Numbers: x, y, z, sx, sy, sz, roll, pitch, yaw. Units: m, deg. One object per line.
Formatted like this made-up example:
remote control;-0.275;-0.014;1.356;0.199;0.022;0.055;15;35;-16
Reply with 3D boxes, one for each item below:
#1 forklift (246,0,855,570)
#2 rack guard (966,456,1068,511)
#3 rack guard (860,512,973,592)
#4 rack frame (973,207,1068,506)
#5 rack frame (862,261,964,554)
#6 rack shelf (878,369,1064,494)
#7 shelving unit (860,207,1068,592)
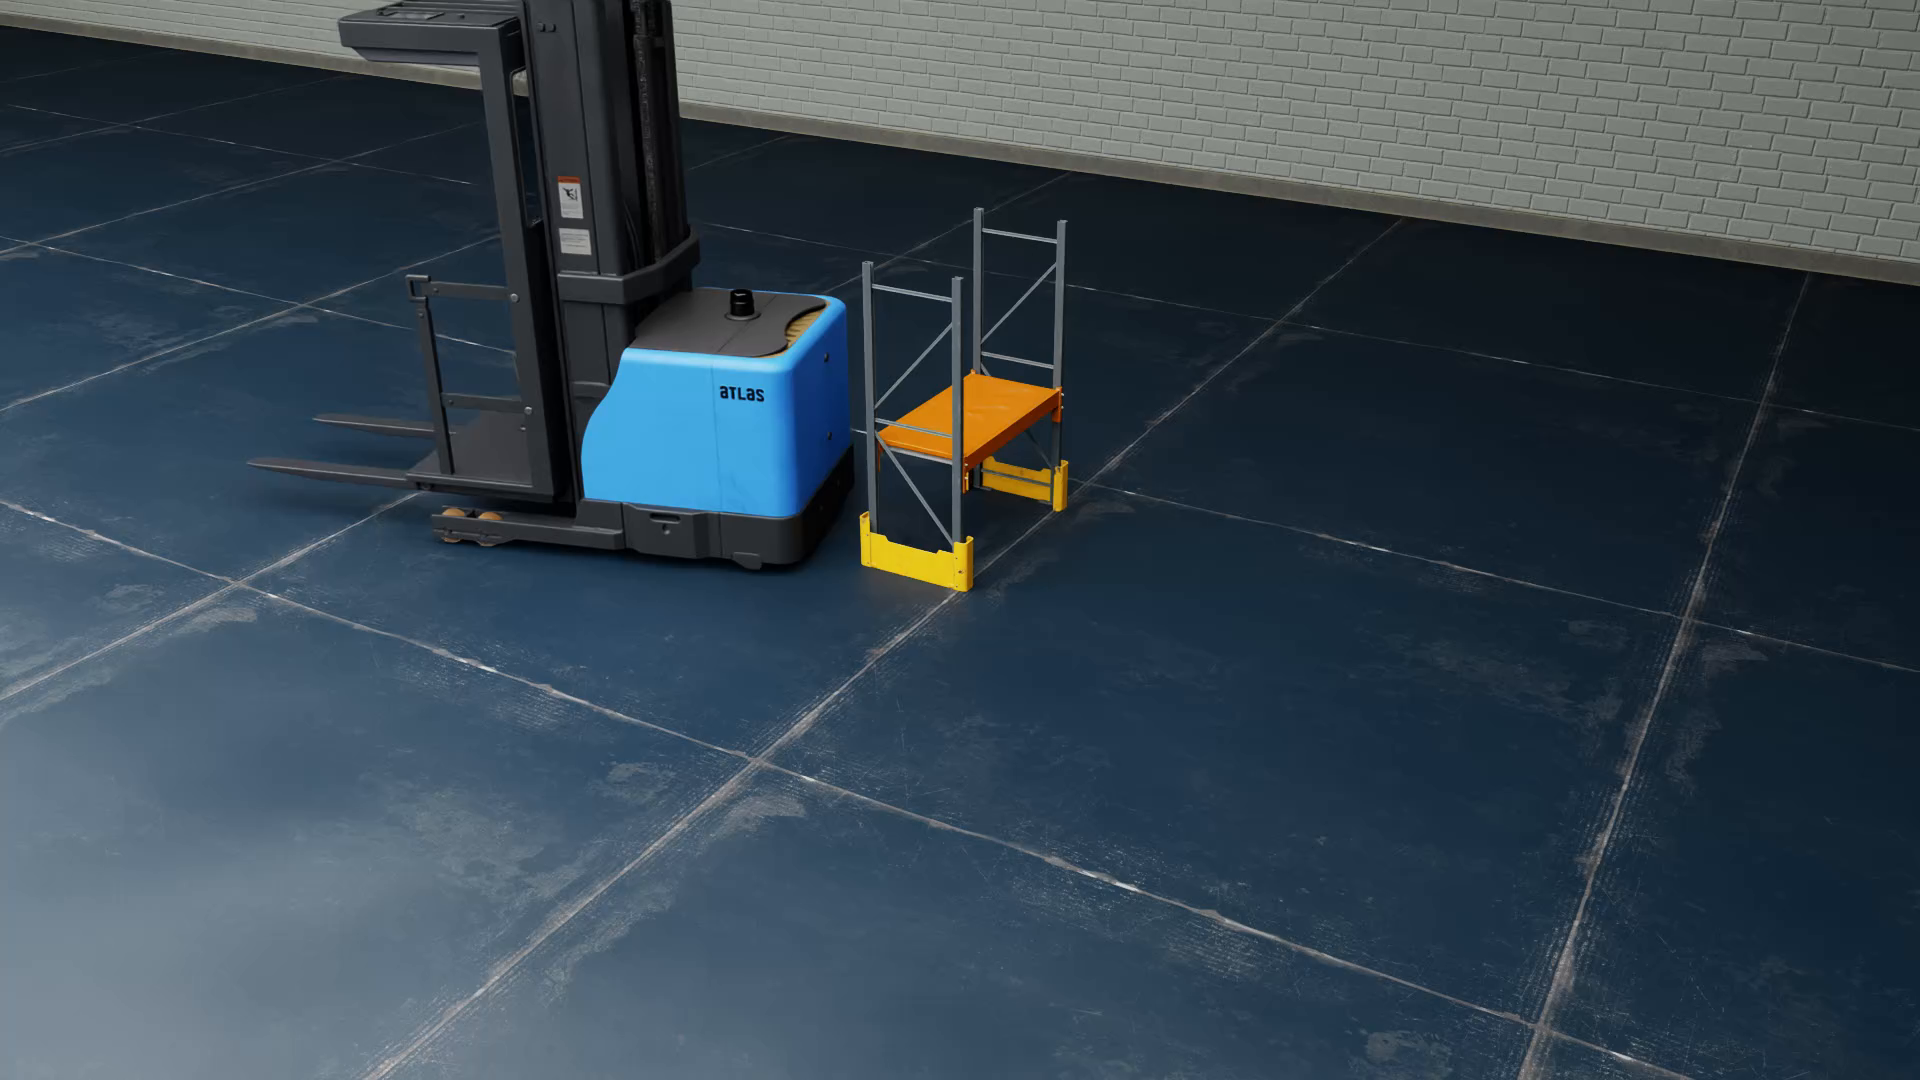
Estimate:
forklift;-2.122;-1.500;7.973;3.031;2.935;1.130;6;27;11
rack guard;0.283;-0.336;8.641;0.587;0.250;0.087;14;30;26
rack guard;-0.207;0.053;7.866;0.587;0.250;0.087;14;30;26
rack frame;0.292;-0.902;8.376;0.500;1.500;0.032;14;30;26
rack frame;-0.208;-0.506;7.585;0.500;1.500;0.032;14;30;26
rack shelf;0.042;-0.543;8.061;0.538;0.185;1.000;14;30;26
shelving unit;0.038;-0.700;7.974;0.587;1.500;1.083;14;30;26
